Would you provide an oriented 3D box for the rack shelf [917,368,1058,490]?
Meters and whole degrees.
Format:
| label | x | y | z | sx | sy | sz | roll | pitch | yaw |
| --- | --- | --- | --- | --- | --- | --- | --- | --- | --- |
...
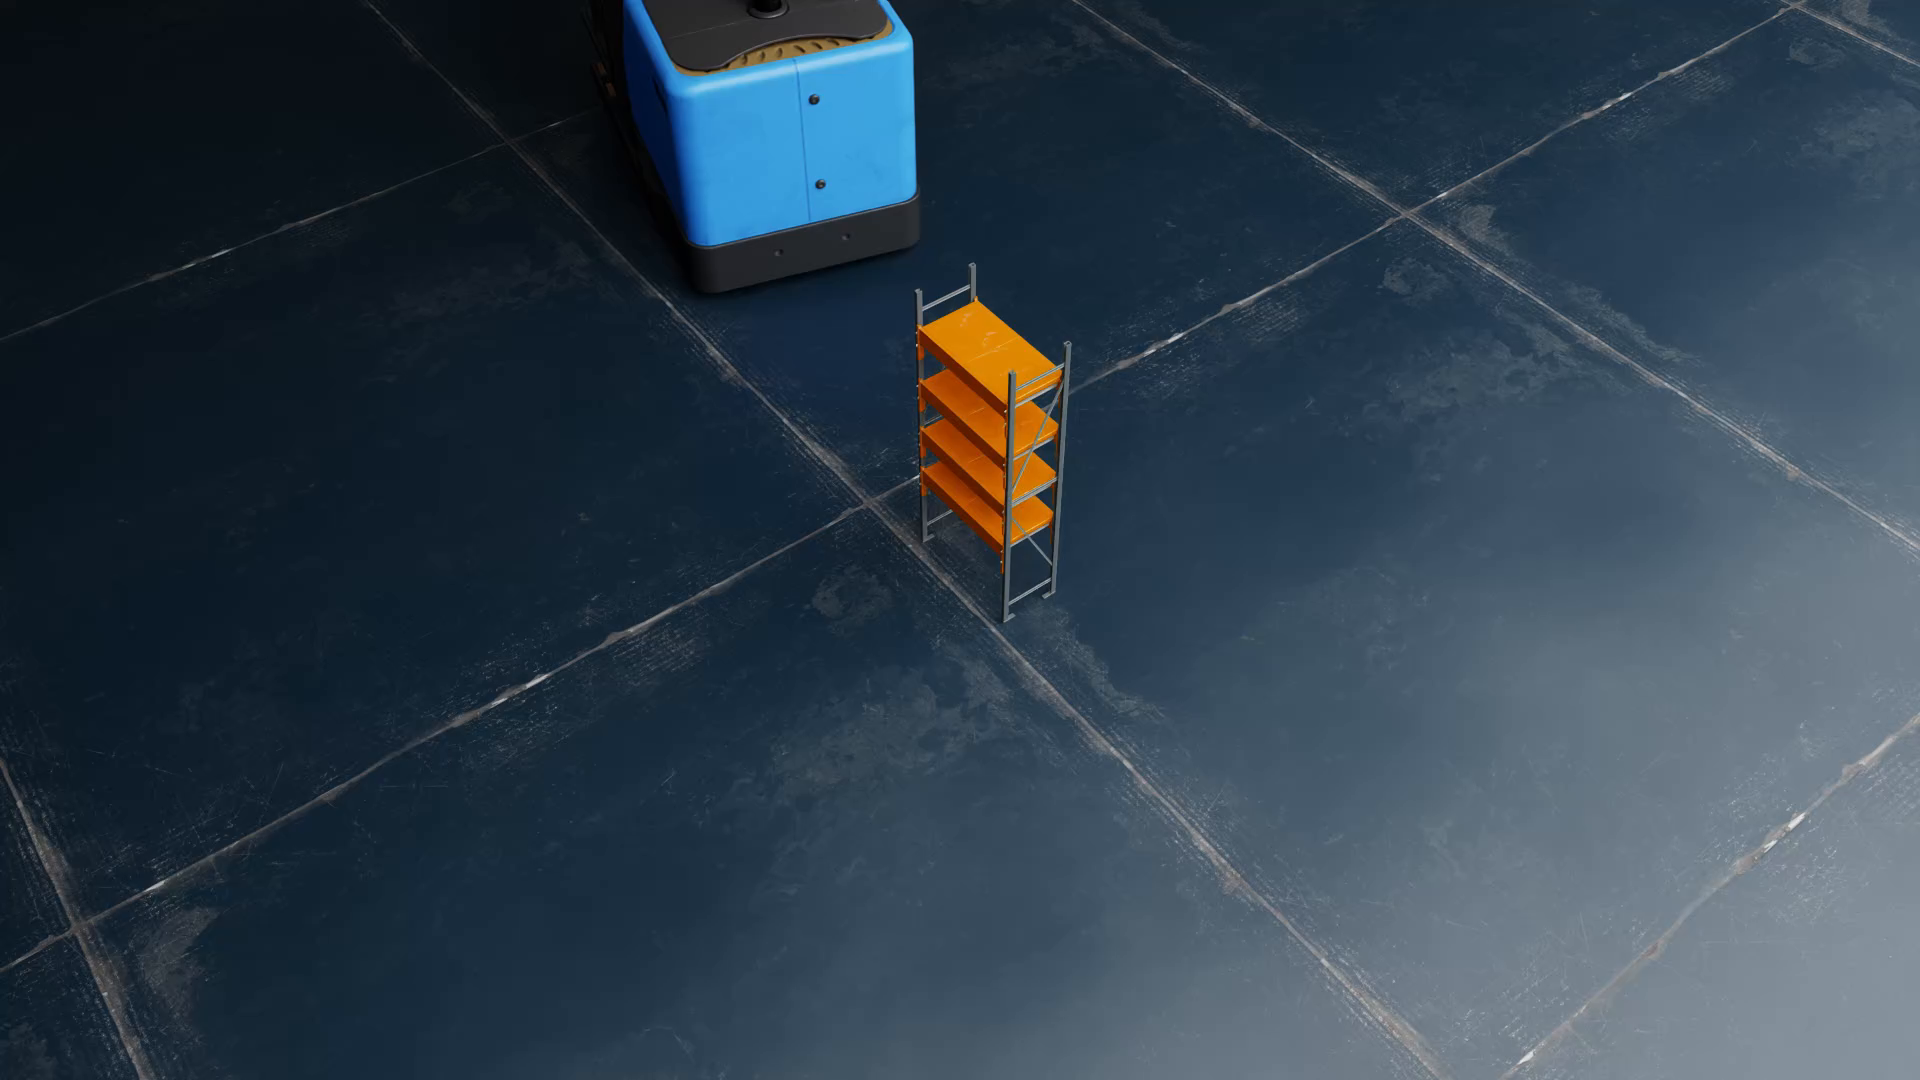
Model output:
| label | x | y | z | sx | sy | sz | roll | pitch | yaw |
| --- | --- | --- | --- | --- | --- | --- | --- | --- | --- |
| rack shelf | 0.100 | -0.410 | 5.601 | 0.258 | 0.148 | 0.480 | -29 | 54 | -24 |

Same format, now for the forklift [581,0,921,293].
| label | x | y | z | sx | sy | sz | roll | pitch | yaw |
| --- | --- | --- | --- | --- | --- | --- | --- | --- | --- |
| forklift | -1.178 | -3.153 | 7.130 | 1.130 | 2.935 | 3.031 | -16 | 50 | -14 |

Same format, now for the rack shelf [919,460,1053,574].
| label | x | y | z | sx | sy | sz | roll | pitch | yaw |
| --- | --- | --- | --- | --- | --- | --- | --- | --- | --- |
| rack shelf | 0.100 | -0.127 | 5.914 | 0.258 | 0.148 | 0.480 | -29 | 54 | -24 |

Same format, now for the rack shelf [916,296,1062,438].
| label | x | y | z | sx | sy | sz | roll | pitch | yaw |
| --- | --- | --- | --- | --- | --- | --- | --- | --- | --- |
| rack shelf | 0.100 | -0.569 | 5.426 | 0.258 | 0.148 | 0.480 | -29 | 54 | -24 |

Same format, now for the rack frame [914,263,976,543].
| label | x | y | z | sx | sy | sz | roll | pitch | yaw |
| --- | --- | --- | --- | --- | --- | --- | --- | --- | --- |
| rack frame | -0.048 | -0.449 | 5.847 | 0.240 | 1.200 | 0.015 | -29 | 54 | -24 |

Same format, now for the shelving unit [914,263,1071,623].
| label | x | y | z | sx | sy | sz | roll | pitch | yaw |
| --- | --- | --- | --- | --- | --- | --- | --- | --- | --- |
| shelving unit | 0.100 | -0.305 | 5.717 | 0.258 | 1.200 | 0.503 | -29 | 54 | -24 |

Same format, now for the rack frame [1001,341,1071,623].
| label | x | y | z | sx | sy | sz | roll | pitch | yaw |
| --- | --- | --- | --- | --- | --- | --- | --- | --- | --- |
| rack frame | 0.248 | -0.162 | 5.587 | 0.240 | 1.200 | 0.015 | -29 | 54 | -24 |

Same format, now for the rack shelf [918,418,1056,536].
| label | x | y | z | sx | sy | sz | roll | pitch | yaw |
| --- | --- | --- | --- | --- | --- | --- | --- | --- | --- |
| rack shelf | 0.100 | -0.260 | 5.767 | 0.258 | 0.148 | 0.480 | -29 | 54 | -24 |
